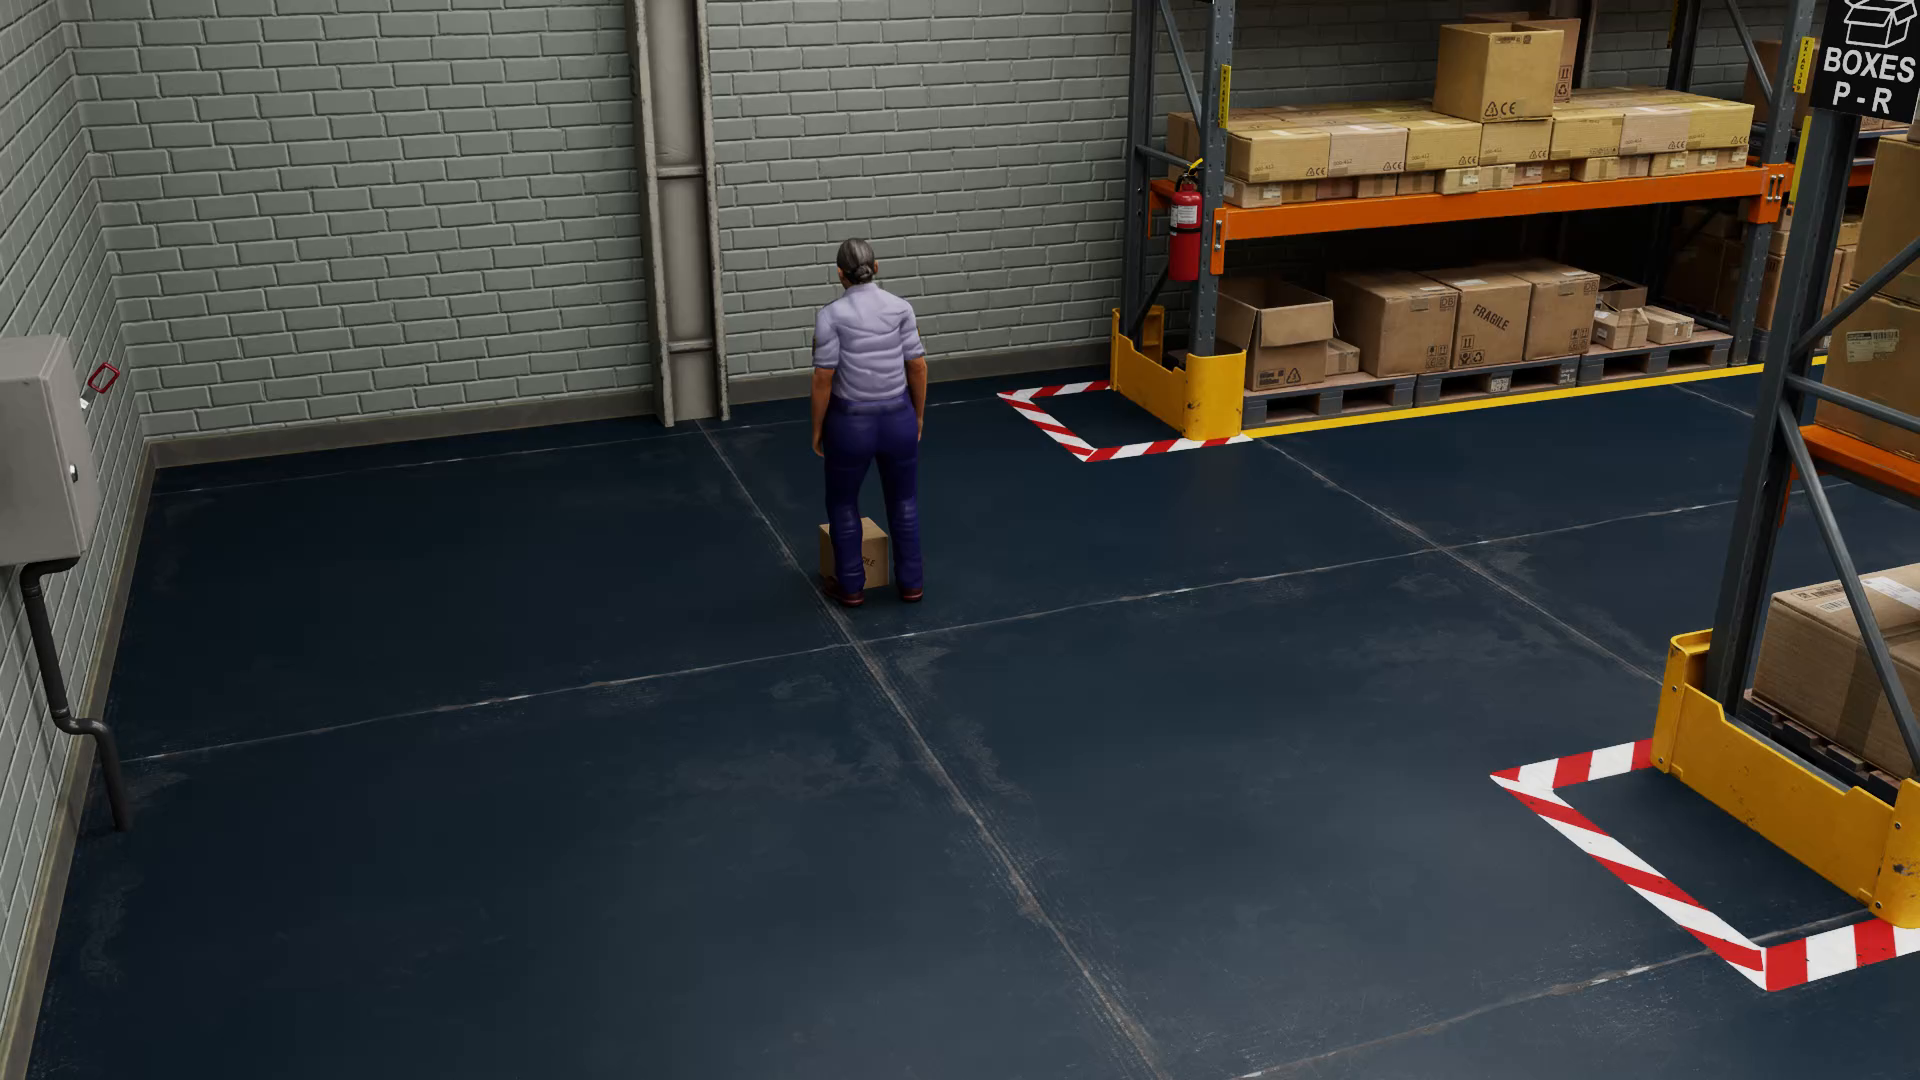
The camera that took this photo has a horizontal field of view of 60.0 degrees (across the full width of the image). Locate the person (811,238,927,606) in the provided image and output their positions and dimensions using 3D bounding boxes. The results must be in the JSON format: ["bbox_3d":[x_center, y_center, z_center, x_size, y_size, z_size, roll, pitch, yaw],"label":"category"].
[{"bbox_3d":[-0.403,-0.500,7.299,0.537,1.651,0.418,-8,24,-19],"label":"person"}]
